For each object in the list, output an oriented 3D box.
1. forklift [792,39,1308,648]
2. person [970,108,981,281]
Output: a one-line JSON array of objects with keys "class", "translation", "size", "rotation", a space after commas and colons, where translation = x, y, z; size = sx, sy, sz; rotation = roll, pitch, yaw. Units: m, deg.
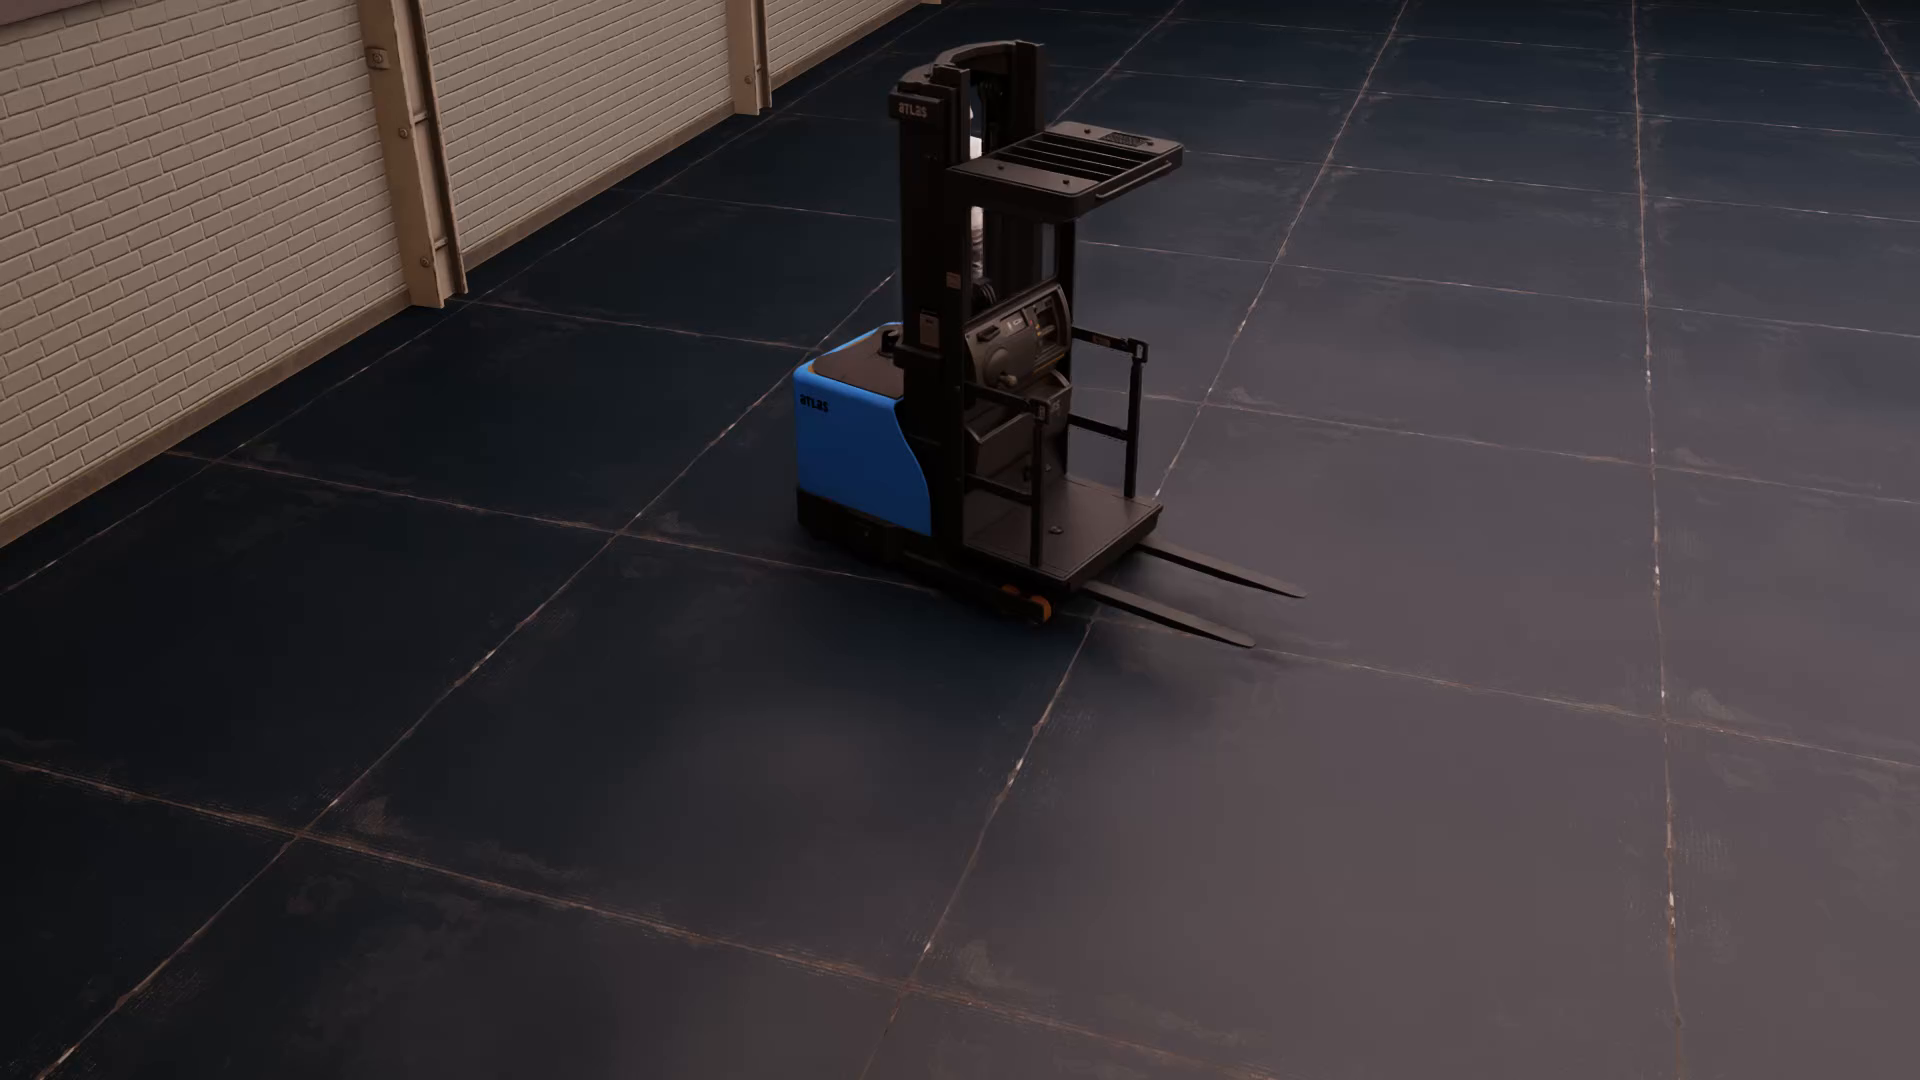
[{"class": "forklift", "translation": [0.494, -1.096, 9.059], "size": [3.031, 2.935, 1.130], "rotation": [20, 35, 31]}, {"class": "person", "translation": [0.006, -2.442, 12.593], "size": [0.618, 1.773, 0.442], "rotation": [0, 30, 0]}]
